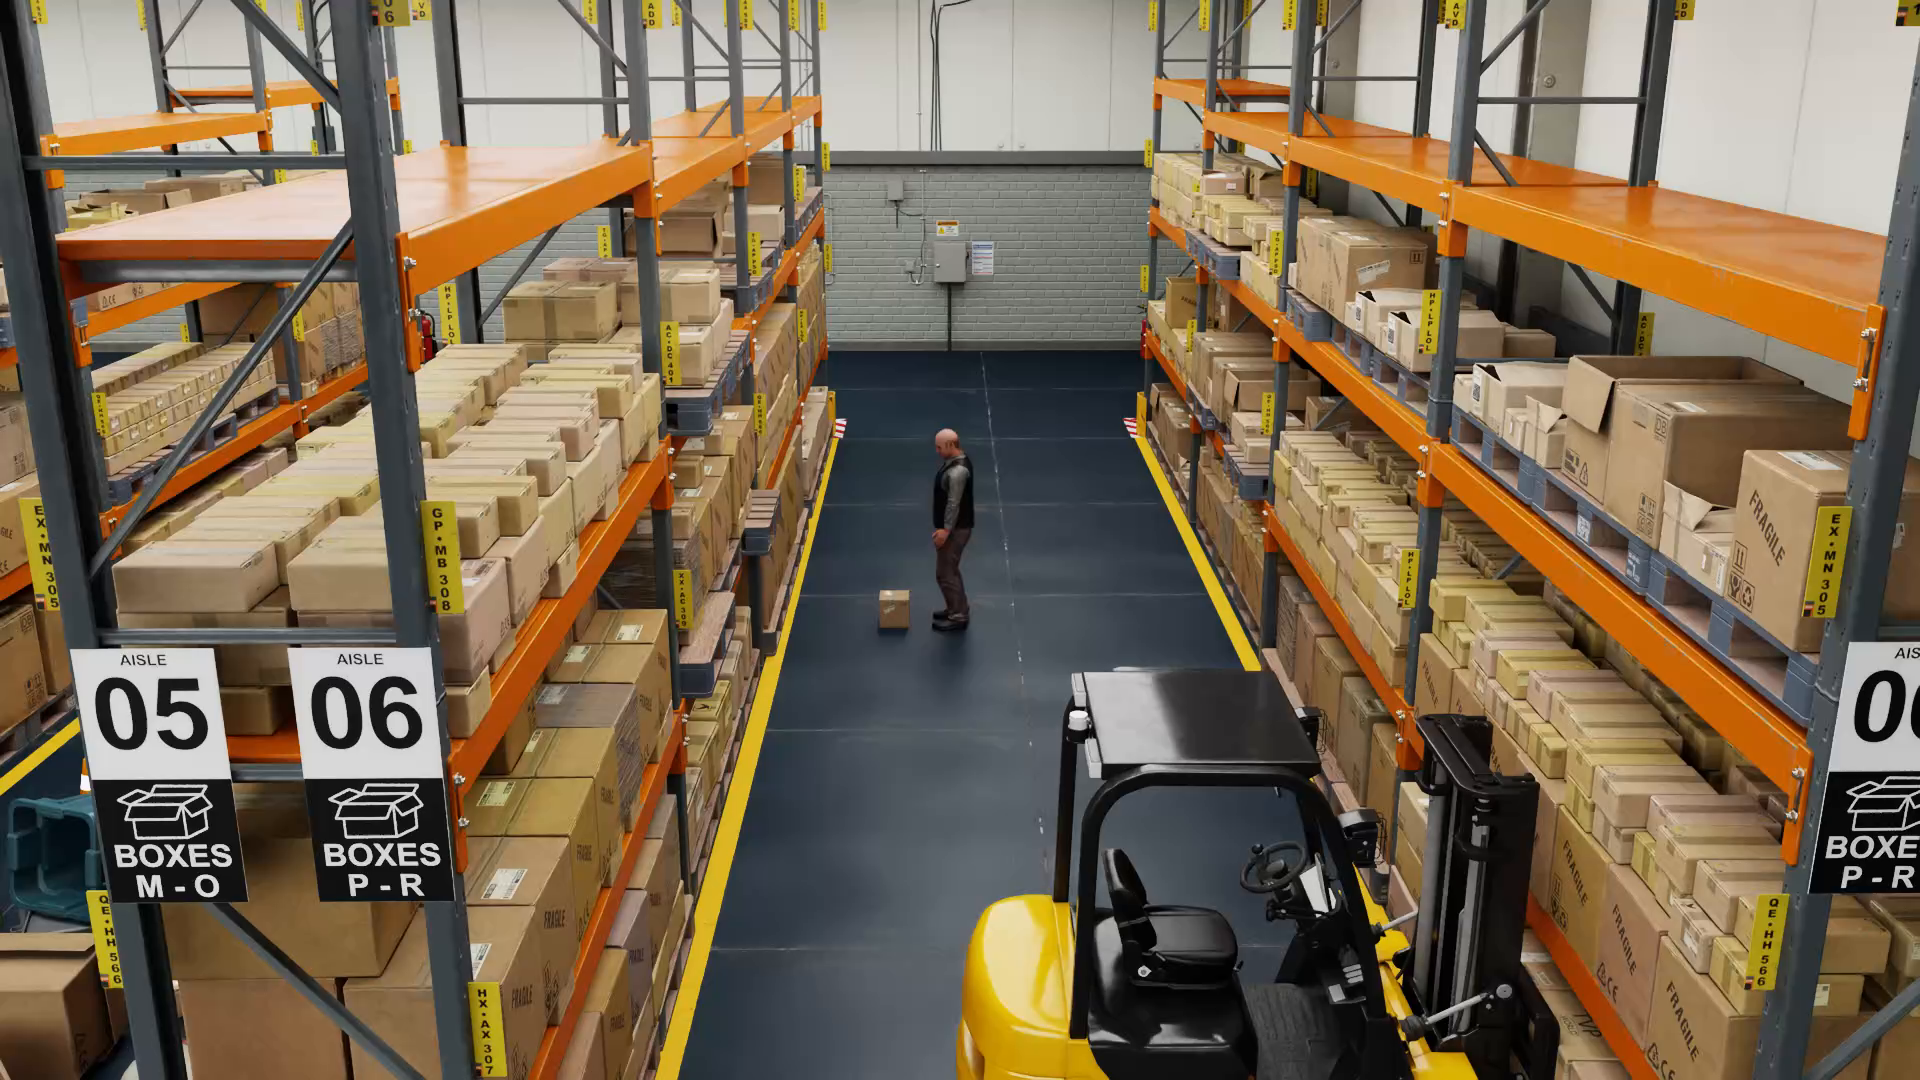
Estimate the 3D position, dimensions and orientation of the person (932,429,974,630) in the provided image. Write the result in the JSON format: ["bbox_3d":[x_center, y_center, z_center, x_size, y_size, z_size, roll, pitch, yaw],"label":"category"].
[{"bbox_3d":[-0.059,-0.097,13.943,0.359,1.705,0.540,0,17,0],"label":"person"}]
